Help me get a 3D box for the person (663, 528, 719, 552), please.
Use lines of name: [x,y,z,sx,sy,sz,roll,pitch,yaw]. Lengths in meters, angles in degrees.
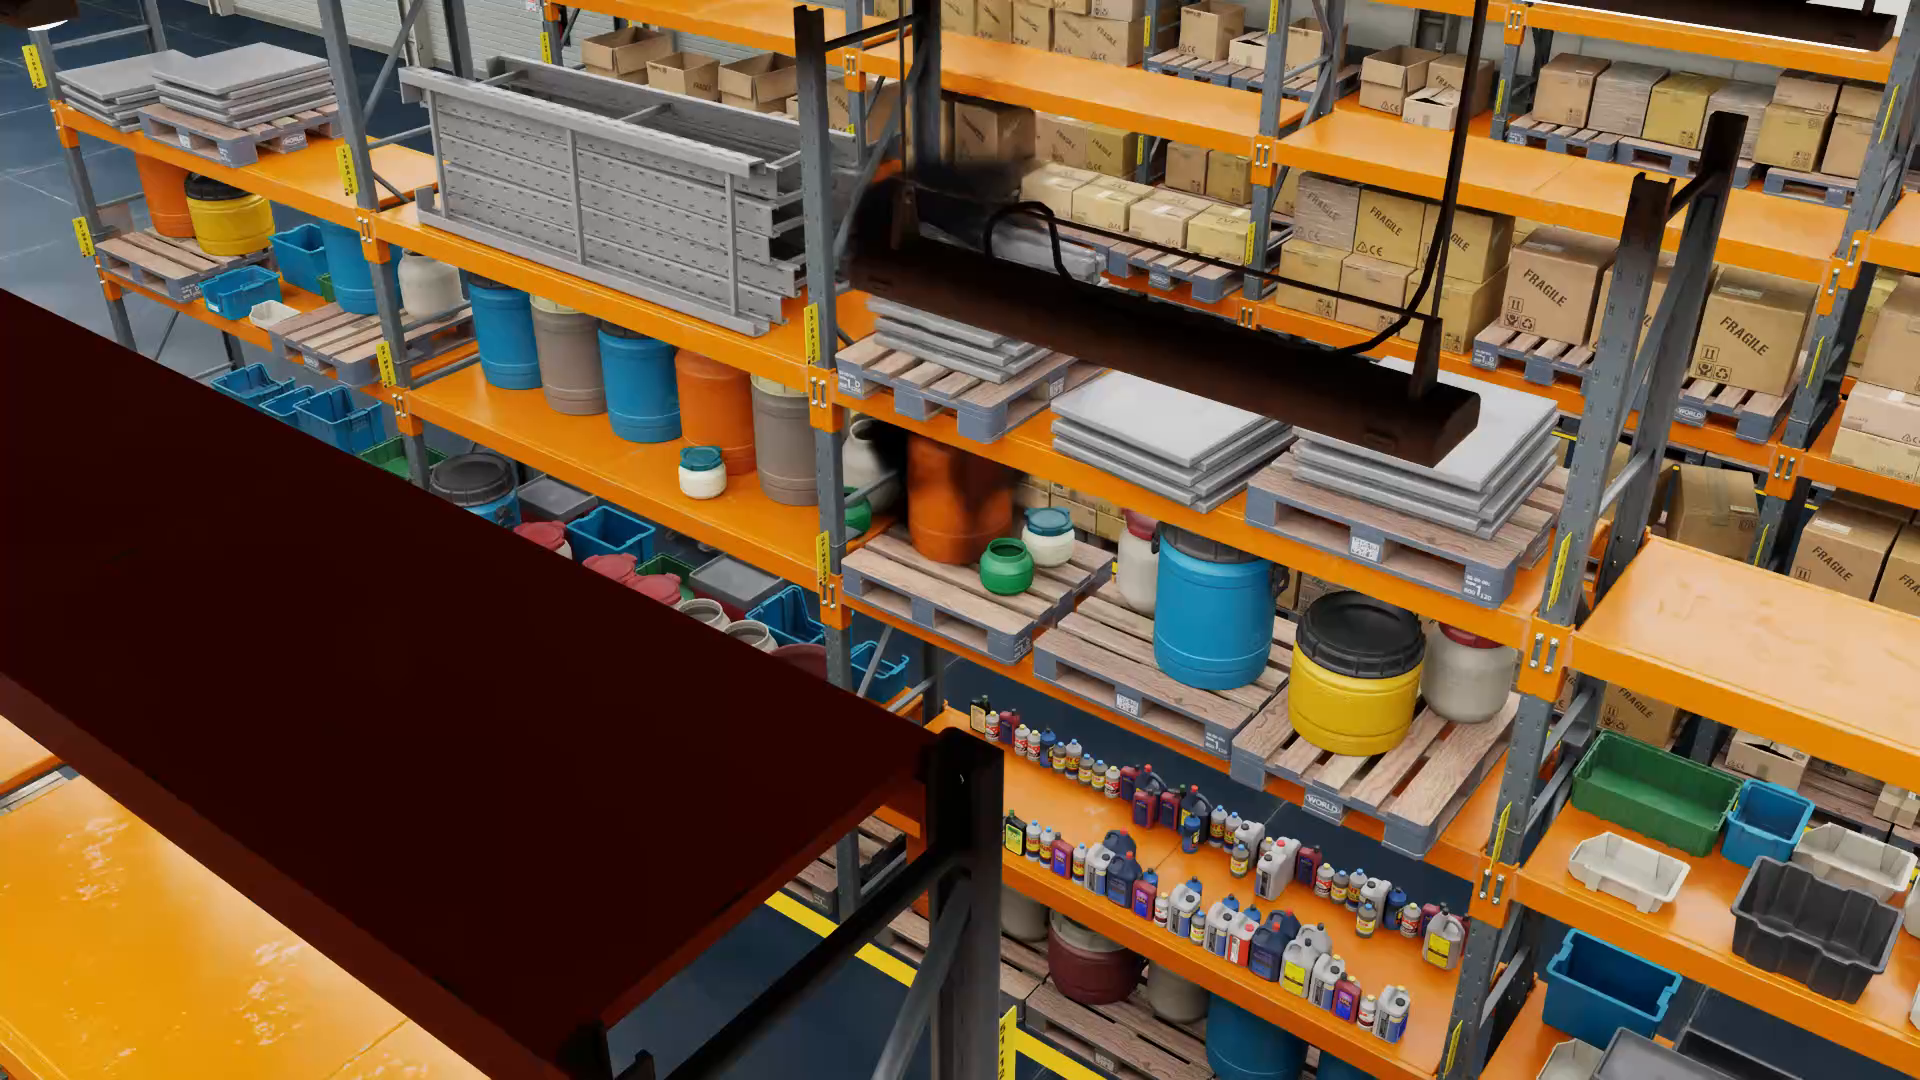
person: [-2.454,-0.667,14.695,0.817,1.854,0.642,11,33,18]
